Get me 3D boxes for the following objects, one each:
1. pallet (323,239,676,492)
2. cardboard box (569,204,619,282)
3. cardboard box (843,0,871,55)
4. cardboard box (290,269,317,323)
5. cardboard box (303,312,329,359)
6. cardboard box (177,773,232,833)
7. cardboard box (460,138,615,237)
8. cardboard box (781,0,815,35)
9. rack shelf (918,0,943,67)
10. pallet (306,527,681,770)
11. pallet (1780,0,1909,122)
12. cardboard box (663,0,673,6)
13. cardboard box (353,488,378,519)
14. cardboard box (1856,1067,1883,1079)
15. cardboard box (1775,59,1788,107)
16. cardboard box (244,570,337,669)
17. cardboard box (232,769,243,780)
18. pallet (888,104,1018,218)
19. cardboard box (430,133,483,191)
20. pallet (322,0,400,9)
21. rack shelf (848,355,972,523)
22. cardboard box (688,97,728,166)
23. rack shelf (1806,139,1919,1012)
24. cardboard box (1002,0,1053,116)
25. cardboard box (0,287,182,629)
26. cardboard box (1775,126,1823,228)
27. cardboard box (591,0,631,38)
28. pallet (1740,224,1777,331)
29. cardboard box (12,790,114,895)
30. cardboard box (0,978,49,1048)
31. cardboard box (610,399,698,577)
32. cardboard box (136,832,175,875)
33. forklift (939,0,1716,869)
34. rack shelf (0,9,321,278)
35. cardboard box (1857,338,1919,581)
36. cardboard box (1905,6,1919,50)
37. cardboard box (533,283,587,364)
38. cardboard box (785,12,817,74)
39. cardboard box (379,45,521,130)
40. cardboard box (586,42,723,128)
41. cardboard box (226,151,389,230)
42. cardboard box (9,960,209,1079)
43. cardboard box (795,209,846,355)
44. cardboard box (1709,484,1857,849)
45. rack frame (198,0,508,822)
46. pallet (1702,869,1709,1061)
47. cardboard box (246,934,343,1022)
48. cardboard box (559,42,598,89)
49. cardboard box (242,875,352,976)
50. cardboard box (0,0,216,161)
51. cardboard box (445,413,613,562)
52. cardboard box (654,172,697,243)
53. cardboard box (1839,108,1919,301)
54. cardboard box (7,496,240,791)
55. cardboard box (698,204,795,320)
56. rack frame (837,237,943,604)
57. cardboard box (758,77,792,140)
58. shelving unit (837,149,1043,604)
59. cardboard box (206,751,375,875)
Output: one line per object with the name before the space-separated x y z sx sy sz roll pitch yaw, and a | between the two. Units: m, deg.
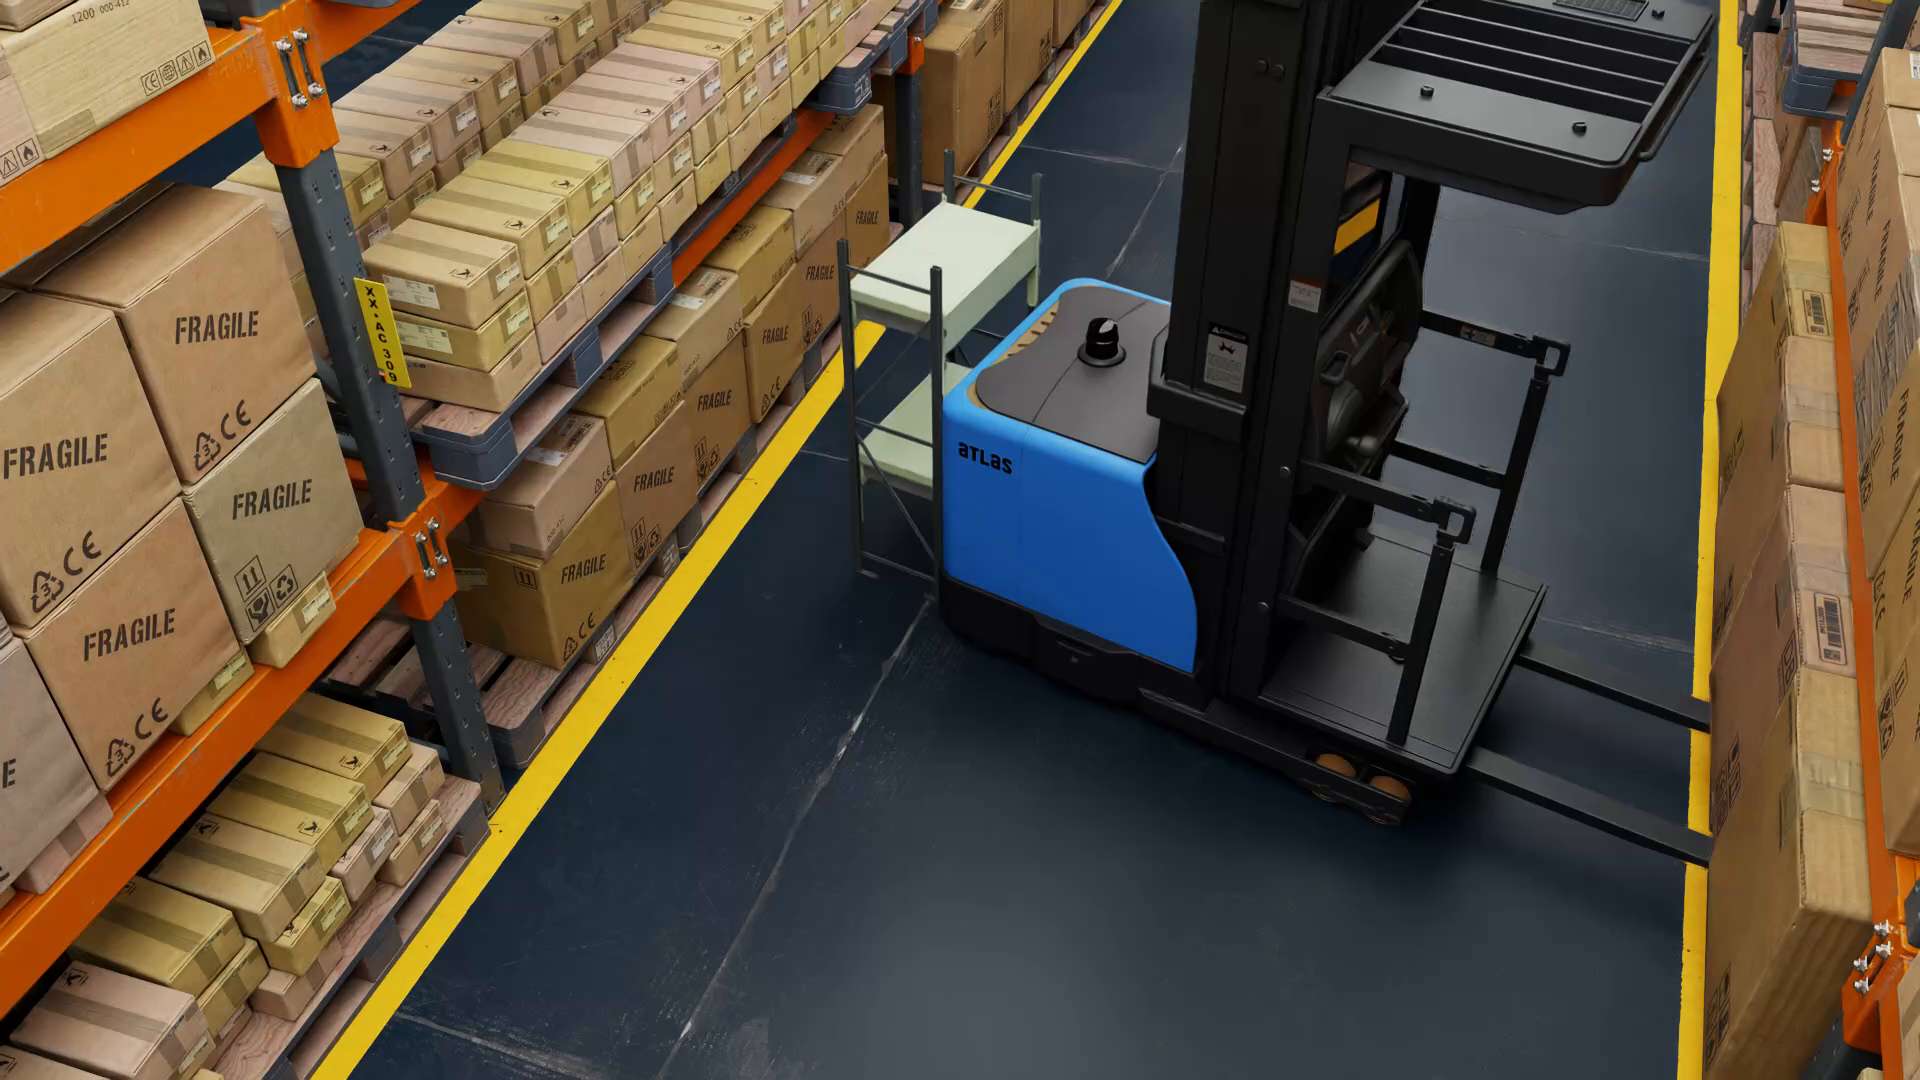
pallet | -1.648 -0.694 5.400 1.003 0.211 1.213 13 42 15
cardboard box | -1.305 -0.965 5.210 0.380 0.149 0.250 14 42 16
cardboard box | -0.589 -2.126 6.801 0.380 0.149 0.250 14 42 16
cardboard box | -2.096 -0.797 5.014 0.380 0.149 0.250 15 43 16
cardboard box | -2.096 -0.683 5.110 0.380 0.149 0.250 12 42 14
cardboard box | -2.473 0.803 5.142 0.380 0.149 0.250 14 42 15
cardboard box | -1.300 -1.089 5.127 0.380 0.149 0.250 14 42 15
cardboard box | -0.769 -2.041 6.242 0.380 0.149 0.250 13 42 15
rack shelf | 0.006 -3.719 9.352 1.077 0.370 4.000 13 42 15
pallet | -1.781 0.253 6.291 1.003 0.211 1.213 13 42 15
pallet | 4.092 -1.995 6.926 1.213 0.211 1.003 13 42 15
cardboard box | -1.297 -2.216 6.678 0.380 0.149 0.250 13 42 15
cardboard box | -2.029 -0.337 5.859 0.500 0.250 0.500 12 42 14
cardboard box | 2.279 1.863 3.569 0.875 0.875 0.875 13 42 15
cardboard box | 4.905 -2.610 9.085 0.700 0.500 0.500 13 42 15
cardboard box | -1.910 0.170 4.433 0.380 0.149 0.250 12 42 14
cardboard box | -2.473 0.743 5.441 0.380 0.149 0.250 12 42 13
pallet | -0.338 -2.176 9.138 1.003 0.211 1.213 13 42 15
cardboard box | -1.830 -1.276 5.576 0.380 0.149 0.250 12 42 14
pallet | -1.735 -1.756 4.330 1.213 0.211 1.003 13 42 15
rack shelf | -0.059 -0.347 6.504 0.431 0.370 0.720 20 44 22
cardboard box | -1.035 -1.450 5.779 0.380 0.149 0.250 13 42 14
rack shelf | 3.264 -0.117 5.130 1.077 0.370 4.000 13 42 15
cardboard box | -0.090 -2.962 9.320 1.050 0.750 0.750 14 42 16
cardboard box | -2.125 -0.201 3.598 0.500 0.500 0.500 12 42 14
cardboard box | 4.336 -1.581 7.879 0.700 0.500 0.500 10 41 12
cardboard box | -1.466 -2.022 6.221 0.380 0.149 0.250 15 43 16
pallet | 4.217 -1.026 7.790 1.003 0.211 1.213 13 42 15
cardboard box | -2.233 0.644 3.878 0.380 0.149 0.250 12 42 13
cardboard box | -2.734 1.286 4.575 0.380 0.149 0.250 15 43 17
cardboard box | -1.365 -0.257 6.342 0.500 0.500 0.500 15 43 17
cardboard box | -2.549 0.850 4.858 0.380 0.149 0.250 13 42 14
forklift | 1.450 -0.550 5.137 3.031 2.935 1.130 21 45 23
rack shelf | -2.730 0.019 2.659 1.077 0.370 4.000 13 42 15
cardboard box | 2.831 -0.175 4.567 0.500 0.500 0.500 13 42 15
cardboard box | 4.095 -2.146 6.554 0.500 0.500 0.500 8 41 10
cardboard box | -1.390 -0.706 5.136 0.380 0.149 0.250 14 42 16
cardboard box | -0.770 -1.920 6.330 0.380 0.149 0.250 13 42 15
cardboard box | -1.734 -1.542 5.658 0.380 0.149 0.250 12 42 14
cardboard box | -1.038 -1.550 5.668 0.380 0.149 0.250 15 43 17
cardboard box | -2.001 -1.076 5.111 0.380 0.149 0.250 12 42 14
cardboard box | -2.220 1.285 4.347 0.380 0.149 0.250 11 42 13
cardboard box | -0.839 -1.206 7.455 0.500 0.500 0.500 15 43 17
cardboard box | 3.085 0.538 5.122 1.225 0.875 0.875 12 42 14
rack frame | -2.046 -0.333 4.829 1.000 3.000 0.127 13 42 15
pallet | 2.773 1.403 4.943 1.003 0.211 1.213 13 42 15
cardboard box | -2.057 1.222 4.879 0.380 0.149 0.250 12 42 14
cardboard box | -1.560 -1.749 6.129 0.380 0.149 0.250 15 43 17
cardboard box | -2.011 1.076 4.821 0.380 0.149 0.250 12 42 14
cardboard box | -1.960 -1.058 3.483 0.500 0.250 0.500 14 42 16
cardboard box | -1.545 -0.219 5.720 0.500 0.250 0.500 12 42 13
cardboard box | -1.127 -1.166 5.675 0.380 0.149 0.250 12 42 13
cardboard box | 3.352 -1.097 5.648 0.500 0.500 0.500 12 42 14
cardboard box | -2.125 0.190 3.910 0.500 0.500 0.500 12 42 14
cardboard box | -1.017 -1.174 6.840 0.500 0.250 0.500 14 42 16
rack frame | -0.239 -0.388 6.049 0.400 1.500 0.023 20 44 22
cardboard box | -0.859 -1.653 6.246 0.380 0.149 0.250 15 43 16
shelving unit | -0.059 -0.595 6.292 0.431 1.500 0.755 20 44 22
cardboard box | -1.973 0.805 4.910 0.380 0.149 0.250 14 42 16
